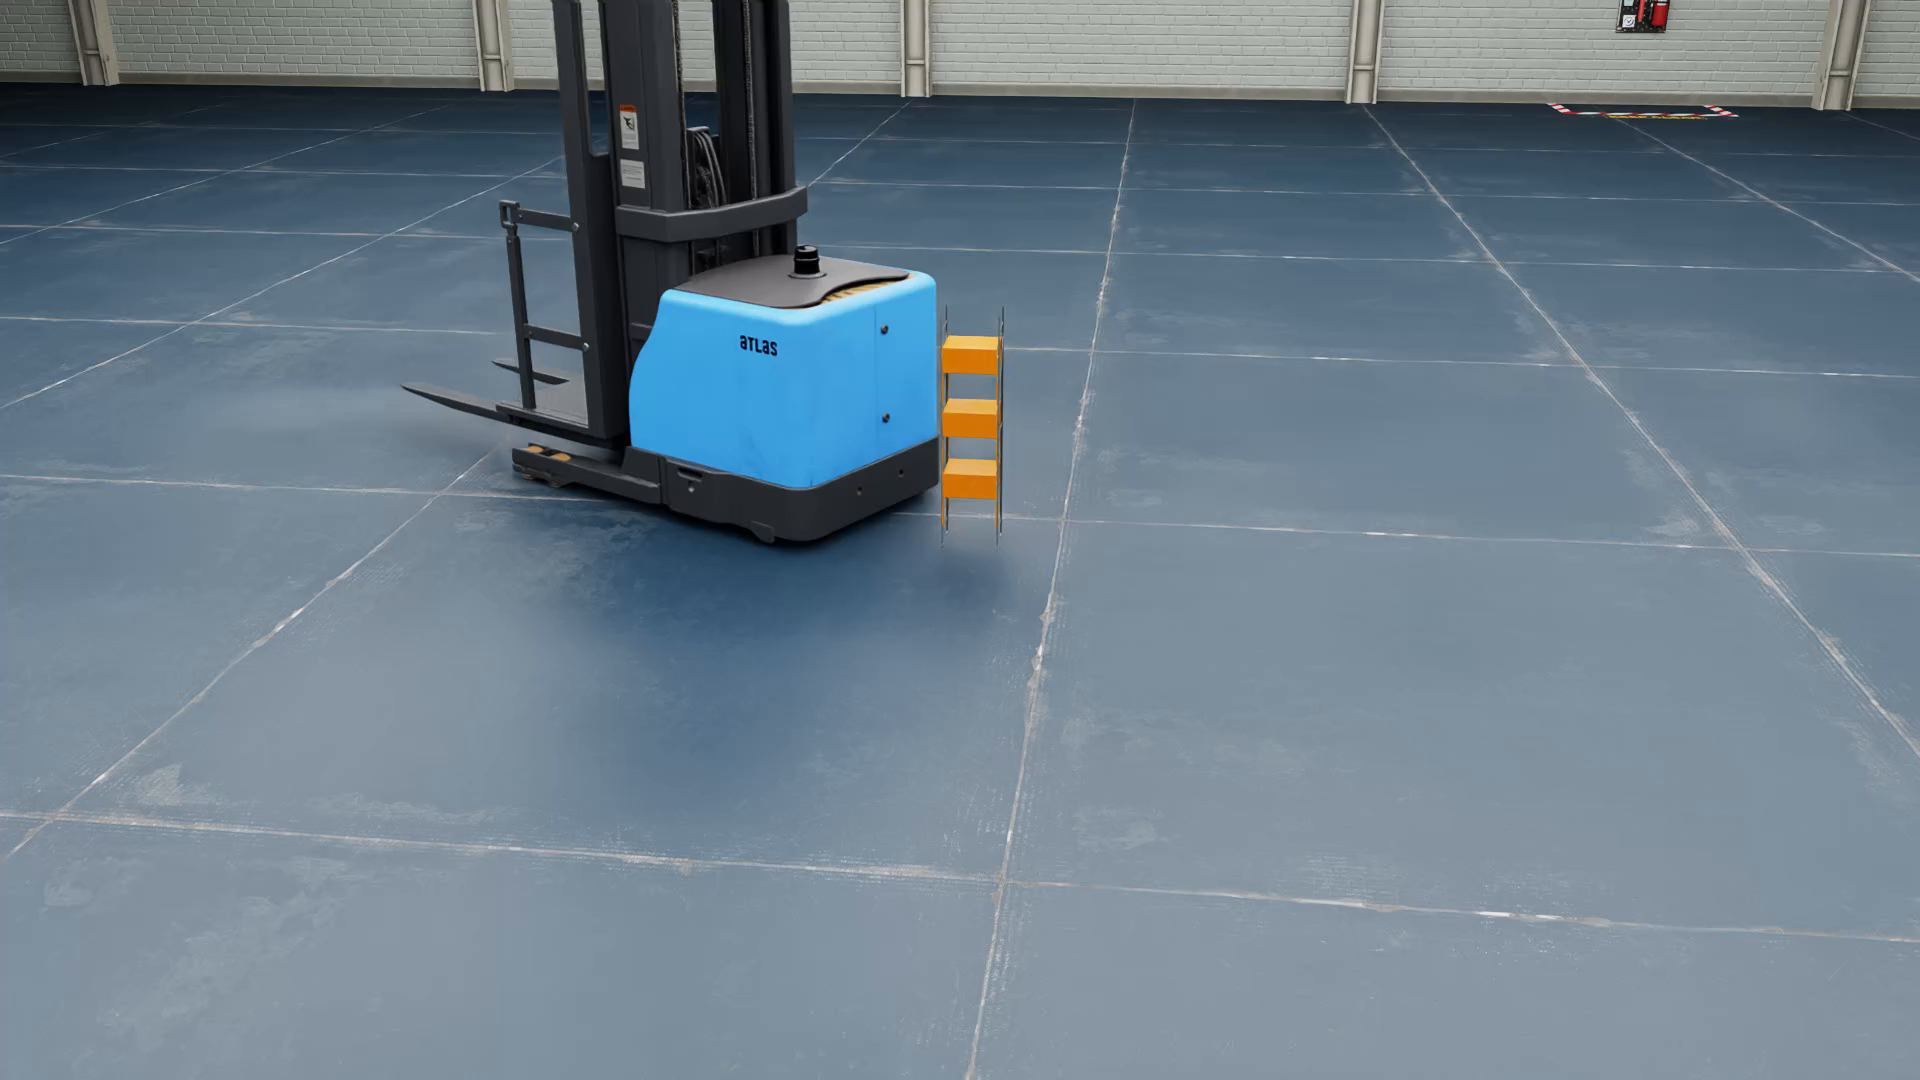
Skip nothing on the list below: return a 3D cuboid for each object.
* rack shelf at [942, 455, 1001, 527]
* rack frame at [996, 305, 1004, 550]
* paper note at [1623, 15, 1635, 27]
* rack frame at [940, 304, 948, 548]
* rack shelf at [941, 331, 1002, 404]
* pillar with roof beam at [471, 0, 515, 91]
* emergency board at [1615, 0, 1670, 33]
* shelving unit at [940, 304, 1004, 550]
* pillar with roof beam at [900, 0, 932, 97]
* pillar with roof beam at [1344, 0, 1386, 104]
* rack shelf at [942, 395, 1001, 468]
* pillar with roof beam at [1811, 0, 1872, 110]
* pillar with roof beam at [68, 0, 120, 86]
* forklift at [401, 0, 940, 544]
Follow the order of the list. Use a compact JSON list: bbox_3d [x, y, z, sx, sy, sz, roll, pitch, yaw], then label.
[{"bbox_3d":[0.053,-0.218,7.347,0.240,0.259,0.215,2,22,6],"label":"rack shelf"},{"bbox_3d":[0.174,-0.481,7.228,0.008,1.050,0.200,2,22,6],"label":"rack frame"},{"bbox_3d":[8.703,-6.750,21.630,0.142,0.148,0.016,2,22,6],"label":"paper note"},{"bbox_3d":[-0.068,-0.491,7.254,0.008,1.050,0.200,2,22,6],"label":"rack frame"},{"bbox_3d":[0.053,-0.740,7.141,0.240,0.259,0.215,2,22,6],"label":"rack shelf"},{"bbox_3d":[-7.061,-9.002,17.971,0.400,9.000,9.100,2,22,6],"label":"pillar with roof beam"},{"bbox_3d":[8.871,-7.126,21.385,0.643,1.169,0.194,2,22,6],"label":"emergency board"},{"bbox_3d":[0.053,-0.486,7.241,0.252,1.050,0.215,2,22,6],"label":"shelving unit"},{"bbox_3d":[-1.103,-8.743,17.314,0.400,9.000,9.100,2,22,6],"label":"pillar with roof beam"},{"bbox_3d":[4.855,-8.483,16.658,0.400,9.000,9.100,2,22,6],"label":"pillar with roof beam"},{"bbox_3d":[0.053,-0.476,7.245,0.240,0.259,0.215,2,22,6],"label":"rack shelf"},{"bbox_3d":[10.814,-8.224,16.001,0.400,9.000,9.100,2,22,6],"label":"pillar with roof beam"},{"bbox_3d":[-13.020,-9.262,18.628,0.400,9.000,9.100,2,22,6],"label":"pillar with roof beam"},{"bbox_3d":[-1.585,-1.758,7.899,3.031,2.935,1.130,15,26,33],"label":"forklift"}]
